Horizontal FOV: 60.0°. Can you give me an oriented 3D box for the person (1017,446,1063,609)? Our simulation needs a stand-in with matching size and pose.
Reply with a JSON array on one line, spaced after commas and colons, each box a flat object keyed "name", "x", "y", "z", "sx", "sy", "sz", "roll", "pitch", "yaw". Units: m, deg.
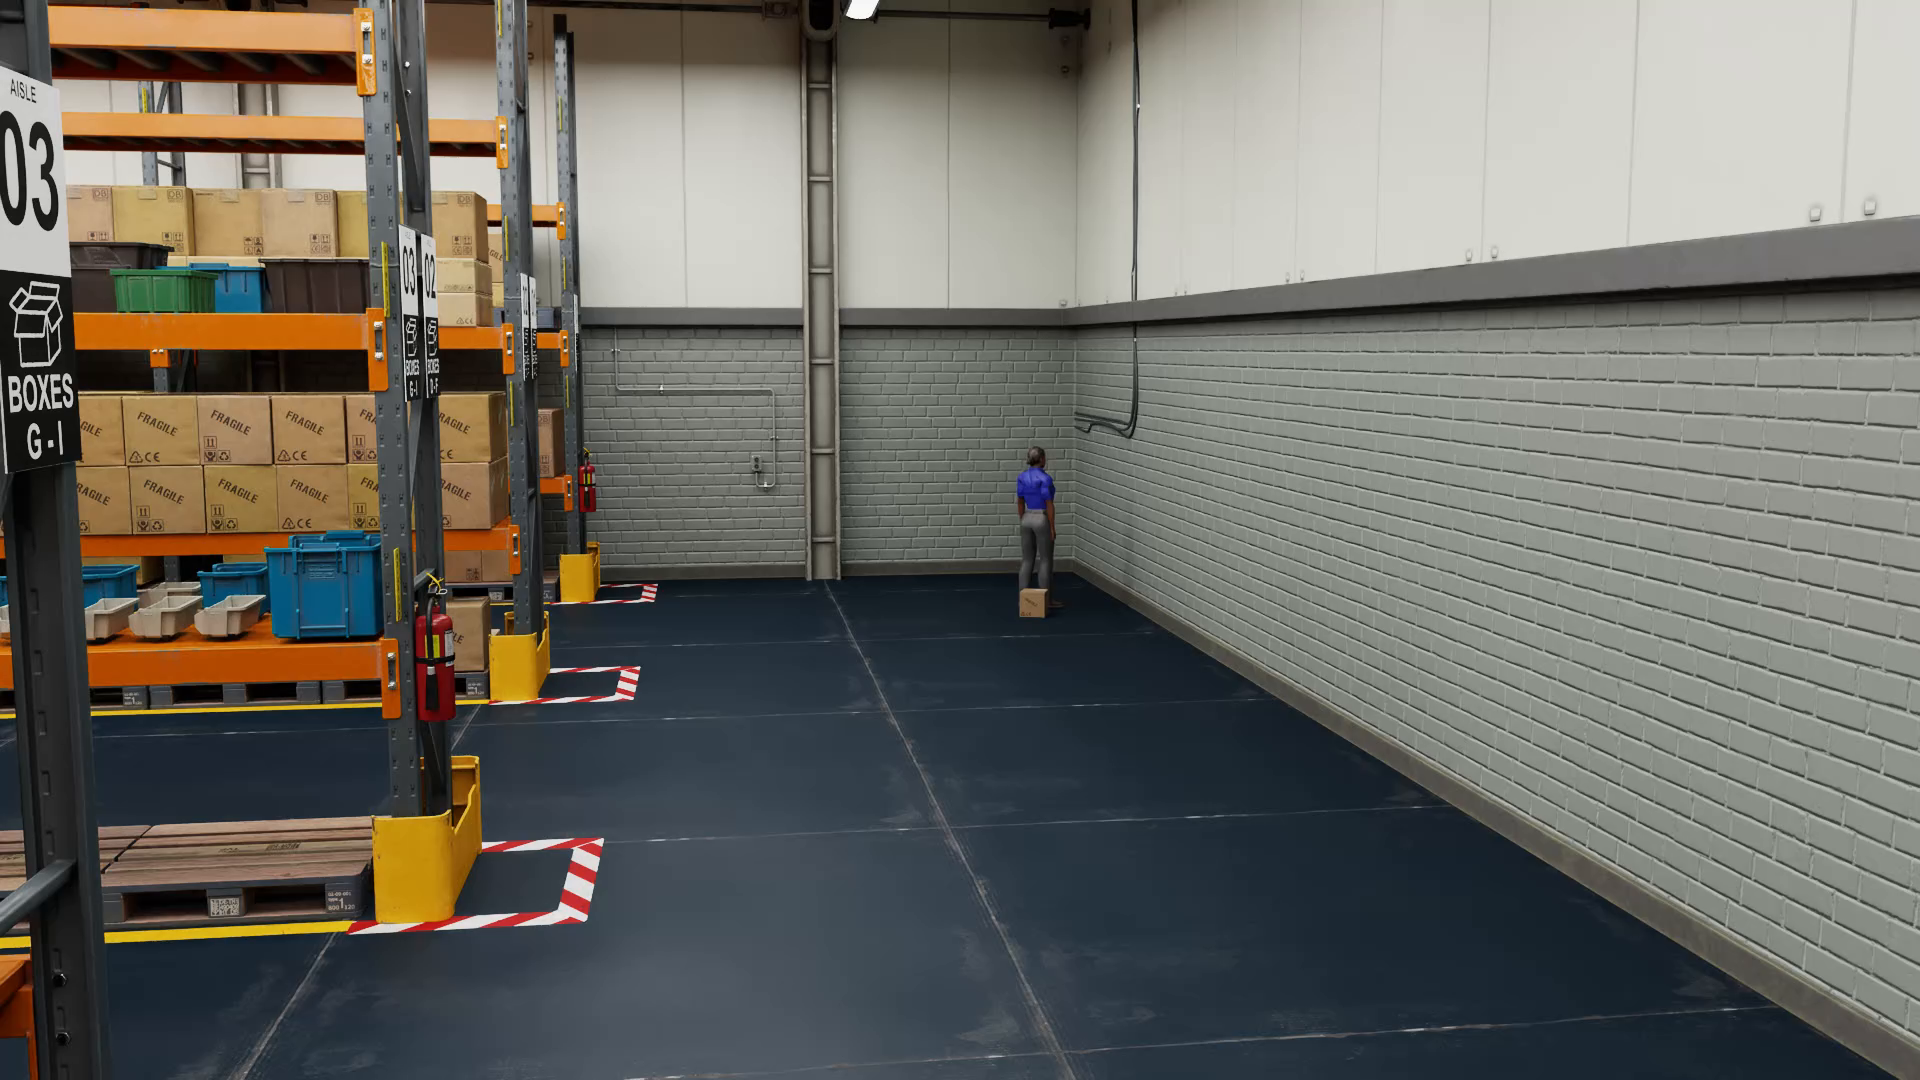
[{"name": "person", "x": 0.808, "y": -0.131, "z": 16.990, "sx": 0.443, "sy": 1.665, "sz": 0.356, "roll": 5, "pitch": 8, "yaw": 39}]
